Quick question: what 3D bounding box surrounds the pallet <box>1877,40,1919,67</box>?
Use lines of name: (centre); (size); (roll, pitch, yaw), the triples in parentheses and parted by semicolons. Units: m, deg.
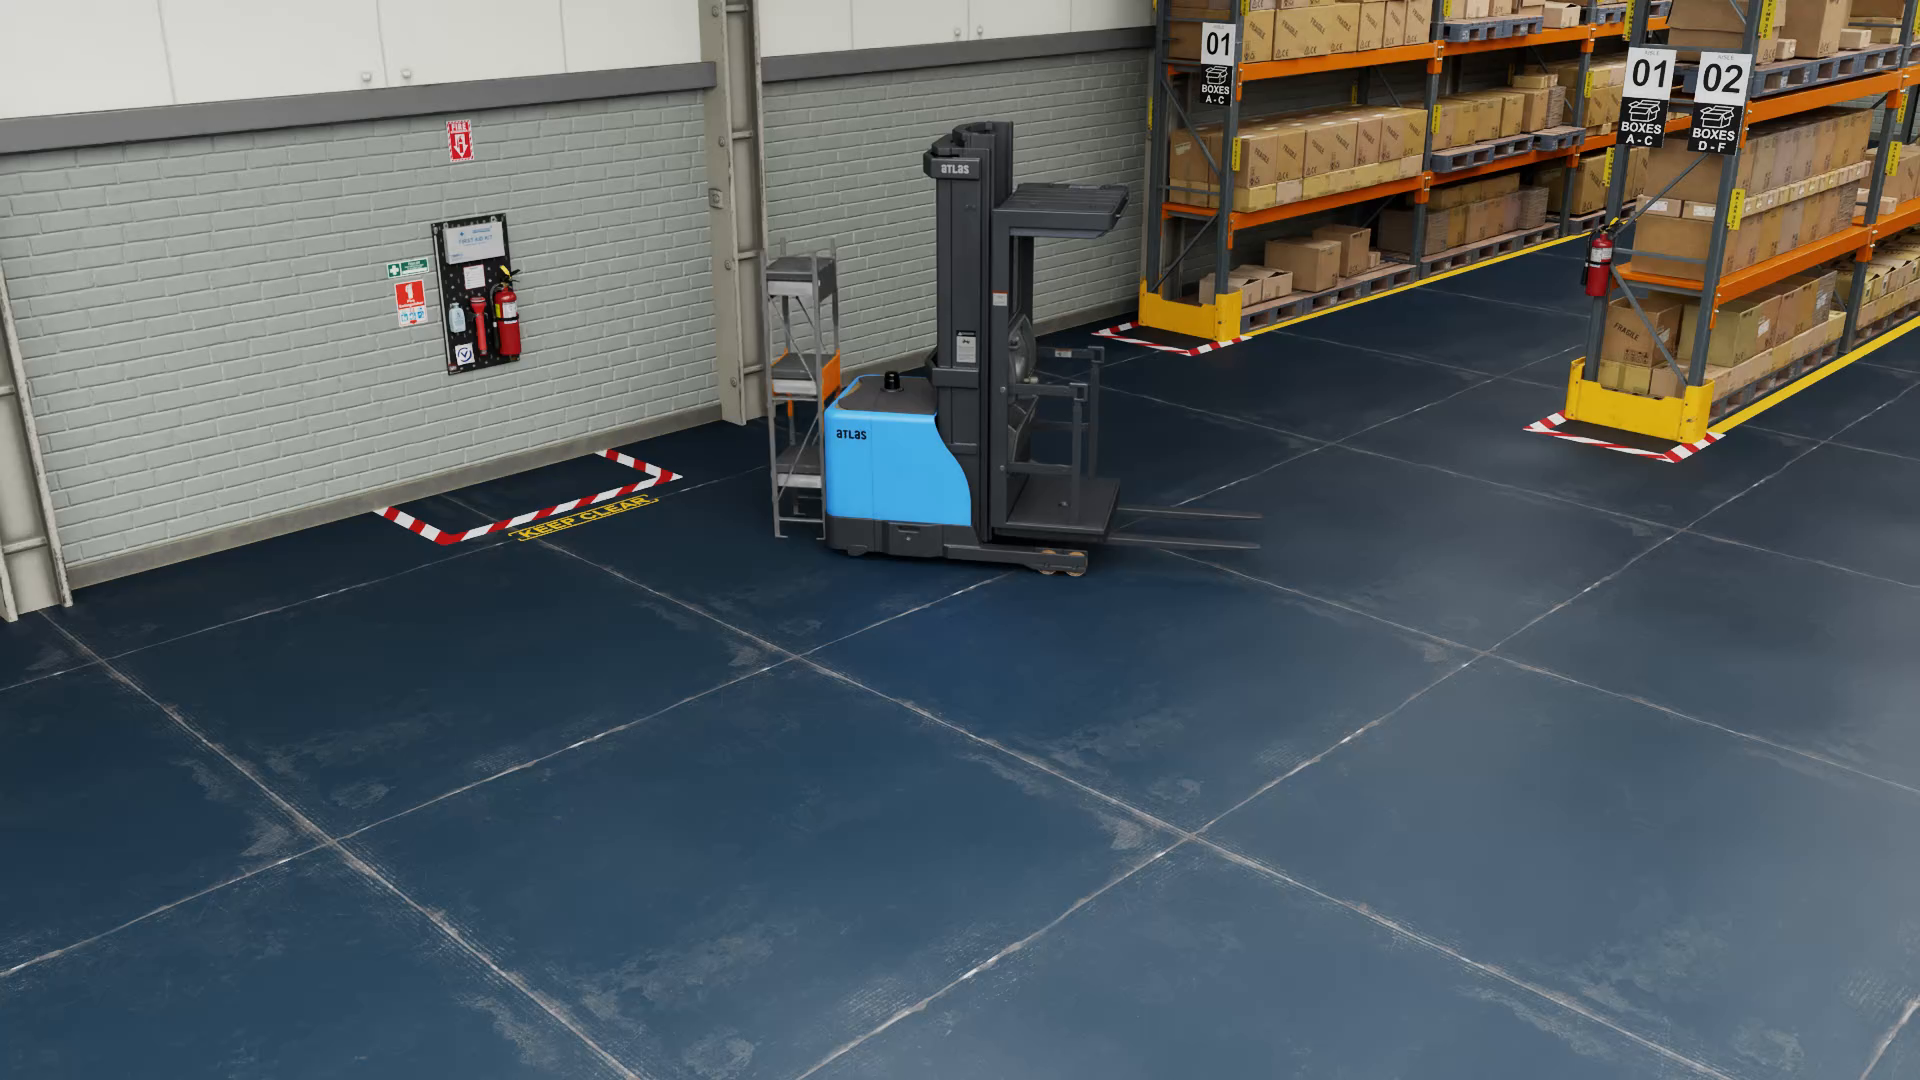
pallet: (9.361, -4.979, 16.932); (0.805, 0.209, 1.217); (18, 27, 39)

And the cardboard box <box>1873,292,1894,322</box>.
cardboard box: (9.571, -2.523, 17.705); (0.500, 0.250, 0.500); (-19, 28, -41)

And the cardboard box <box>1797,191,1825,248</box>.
cardboard box: (7.734, -3.104, 15.829); (0.500, 0.500, 0.700); (-20, 28, -41)

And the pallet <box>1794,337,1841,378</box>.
pallet: (8.170, -1.942, 16.834); (1.003, 0.211, 1.213); (19, 28, 41)

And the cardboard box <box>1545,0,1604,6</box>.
cardboard box: (8.284, -7.494, 22.457); (0.700, 0.500, 0.500); (17, 27, 37)

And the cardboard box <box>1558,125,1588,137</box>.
cardboard box: (8.389, -5.624, 22.847); (0.380, 0.149, 0.250); (19, 28, 40)

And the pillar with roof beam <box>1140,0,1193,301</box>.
pillar with roof beam: (5.365, -5.768, 14.538); (9.100, 9.000, 0.400); (19, 28, 41)

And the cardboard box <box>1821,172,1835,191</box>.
cardboard box: (8.007, -3.403, 15.703); (0.380, 0.149, 0.250); (19, 28, 40)

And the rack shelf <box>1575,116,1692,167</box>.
rack shelf: (9.388, -5.883, 24.203); (1.077, 0.370, 4.000); (19, 28, 41)

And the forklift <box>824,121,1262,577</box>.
forklift: (0.616, -1.325, 11.436); (3.031, 2.935, 1.130); (4, 21, 10)

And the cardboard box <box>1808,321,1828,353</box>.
cardboard box: (8.232, -2.050, 16.476); (0.500, 0.250, 0.500); (19, 28, 41)

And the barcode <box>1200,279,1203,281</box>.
barcode: (2.686, -2.863, 18.465); (0.001, 0.075, 0.075); (19, 28, 41)

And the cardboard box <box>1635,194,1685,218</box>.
cardboard box: (6.094, -2.905, 14.408); (0.380, 0.149, 0.250); (19, 28, 40)

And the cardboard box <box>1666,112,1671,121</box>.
cardboard box: (10.236, -6.259, 24.499); (0.380, 0.149, 0.250); (19, 28, 41)

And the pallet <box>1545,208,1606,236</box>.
pallet: (8.597, -4.587, 23.715); (1.003, 0.211, 1.213); (19, 28, 41)

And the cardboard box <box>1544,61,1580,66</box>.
cardboard box: (8.488, -6.564, 23.343); (0.500, 0.250, 0.500); (18, 27, 39)

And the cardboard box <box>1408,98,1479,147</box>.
cardboard box: (5.977, -5.193, 20.651); (0.500, 0.500, 0.700); (-17, 27, -37)

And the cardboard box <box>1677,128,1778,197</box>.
cardboard box: (6.699, -3.329, 14.607); (0.700, 0.500, 0.500); (18, 28, 39)

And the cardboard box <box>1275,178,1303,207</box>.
cardboard box: (3.332, -3.771, 17.885); (0.500, 0.250, 0.500); (18, 28, 39)

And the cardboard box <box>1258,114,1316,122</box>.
cardboard box: (3.656, -4.503, 18.744); (0.500, 0.500, 0.500); (-20, 29, -41)

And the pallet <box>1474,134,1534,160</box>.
pallet: (6.642, -5.096, 21.420); (1.003, 0.211, 1.213); (19, 28, 41)

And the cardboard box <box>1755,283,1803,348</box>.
cardboard box: (7.546, -2.139, 15.661); (0.500, 0.500, 0.500); (19, 28, 41)

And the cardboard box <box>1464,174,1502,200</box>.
cardboard box: (6.731, -4.631, 21.768); (0.500, 0.250, 0.500); (19, 28, 40)

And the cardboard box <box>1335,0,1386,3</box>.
cardboard box: (4.316, -6.123, 18.081); (0.500, 0.500, 0.500); (18, 27, 39)

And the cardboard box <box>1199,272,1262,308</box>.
cardboard box: (2.960, -2.754, 18.194); (0.500, 0.311, 0.500); (15, 26, 35)

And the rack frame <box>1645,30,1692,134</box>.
rack frame: (10.784, -6.733, 25.411); (1.000, 3.000, 0.127); (19, 28, 41)

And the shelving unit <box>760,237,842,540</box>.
shelving unit: (-1.116, -1.077, 11.943); (0.431, 2.100, 0.503); (3, 21, 10)

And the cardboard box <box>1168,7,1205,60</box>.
cardboard box: (2.522, -5.275, 17.270); (0.500, 0.500, 0.500); (-18, 27, -38)

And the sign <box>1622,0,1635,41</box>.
sign: (5.585, -4.325, 13.843); (0.100, 0.325, 0.005); (19, 28, 41)

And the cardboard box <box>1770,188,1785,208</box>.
cardboard box: (7.111, -3.072, 14.842); (0.380, 0.149, 0.250); (18, 27, 39)

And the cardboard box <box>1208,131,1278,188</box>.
cardboard box: (2.961, -3.985, 17.398); (0.500, 0.500, 0.500); (19, 28, 41)

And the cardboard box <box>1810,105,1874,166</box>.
cardboard box: (8.450, -3.974, 16.286); (0.700, 0.500, 0.500); (19, 28, 41)

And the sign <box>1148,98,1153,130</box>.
sign: (2.029, -4.481, 17.496); (0.100, 0.325, 0.005); (19, 28, 41)

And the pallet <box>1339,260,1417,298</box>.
pallet: (4.760, -3.194, 20.089); (1.003, 0.211, 1.213); (19, 28, 41)

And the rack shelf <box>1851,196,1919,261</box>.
rack shelf: (10.150, -3.616, 18.305); (1.077, 0.370, 4.000); (19, 28, 41)

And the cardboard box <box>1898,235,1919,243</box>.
cardboard box: (10.998, -3.309, 18.968); (0.500, 0.311, 0.500); (19, 28, 40)

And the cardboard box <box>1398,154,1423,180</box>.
cardboard box: (5.090, -4.418, 19.570); (0.500, 0.250, 0.500); (19, 28, 41)

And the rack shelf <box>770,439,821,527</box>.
rack shelf: (-1.108, -0.410, 12.197); (0.431, 0.518, 0.480); (3, 21, 10)

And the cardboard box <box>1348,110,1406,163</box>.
cardboard box: (4.750, -4.637, 19.095); (0.500, 0.500, 0.500); (19, 28, 40)

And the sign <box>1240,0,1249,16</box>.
sign: (2.801, -5.321, 16.338); (0.100, 0.325, 0.005); (19, 28, 41)

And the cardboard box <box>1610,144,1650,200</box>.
cardboard box: (9.805, -5.497, 24.606); (0.750, 0.750, 0.750); (-19, 28, -40)

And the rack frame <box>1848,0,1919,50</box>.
rack frame: (8.755, -6.238, 15.762); (1.000, 3.000, 0.127); (19, 28, 41)

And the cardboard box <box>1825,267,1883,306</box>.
cardboard box: (9.221, -2.656, 17.270); (0.500, 0.311, 0.500); (19, 28, 41)

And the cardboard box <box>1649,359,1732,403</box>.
cardboard box: (6.498, -1.404, 14.795); (0.500, 0.250, 0.500); (19, 28, 41)

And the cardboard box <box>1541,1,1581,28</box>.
cardboard box: (7.684, -6.820, 21.553); (0.500, 0.311, 0.500); (19, 28, 41)

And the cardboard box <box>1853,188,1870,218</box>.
cardboard box: (9.067, -3.505, 17.223); (0.500, 0.250, 0.500); (-18, 27, -39)

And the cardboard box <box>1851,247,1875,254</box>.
cardboard box: (9.893, -3.179, 18.631); (0.500, 0.311, 0.500); (19, 28, 40)

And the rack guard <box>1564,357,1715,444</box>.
rack guard: (5.947, -1.237, 14.595); (1.175, 0.500, 0.348); (19, 28, 41)

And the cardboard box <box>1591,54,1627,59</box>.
cardboard box: (9.570, -6.959, 24.371); (0.500, 0.250, 0.500); (18, 27, 39)

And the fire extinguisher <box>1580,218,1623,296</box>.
fire extinguisher: (5.549, -2.459, 14.400); (0.296, 0.674, 0.183); (19, 28, 41)

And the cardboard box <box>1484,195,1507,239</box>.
cardboard box: (6.759, -4.307, 21.971); (0.700, 0.500, 0.500); (19, 28, 40)

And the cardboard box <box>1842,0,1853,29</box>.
cardboard box: (8.214, -5.083, 16.016); (0.500, 0.500, 0.500); (-17, 27, -38)

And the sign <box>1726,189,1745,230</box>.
sign: (6.358, -2.710, 13.628); (0.100, 0.325, 0.005); (19, 28, 41)

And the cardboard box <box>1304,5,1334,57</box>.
cardboard box: (3.584, -5.392, 17.573); (0.500, 0.500, 0.500); (-19, 28, -40)
